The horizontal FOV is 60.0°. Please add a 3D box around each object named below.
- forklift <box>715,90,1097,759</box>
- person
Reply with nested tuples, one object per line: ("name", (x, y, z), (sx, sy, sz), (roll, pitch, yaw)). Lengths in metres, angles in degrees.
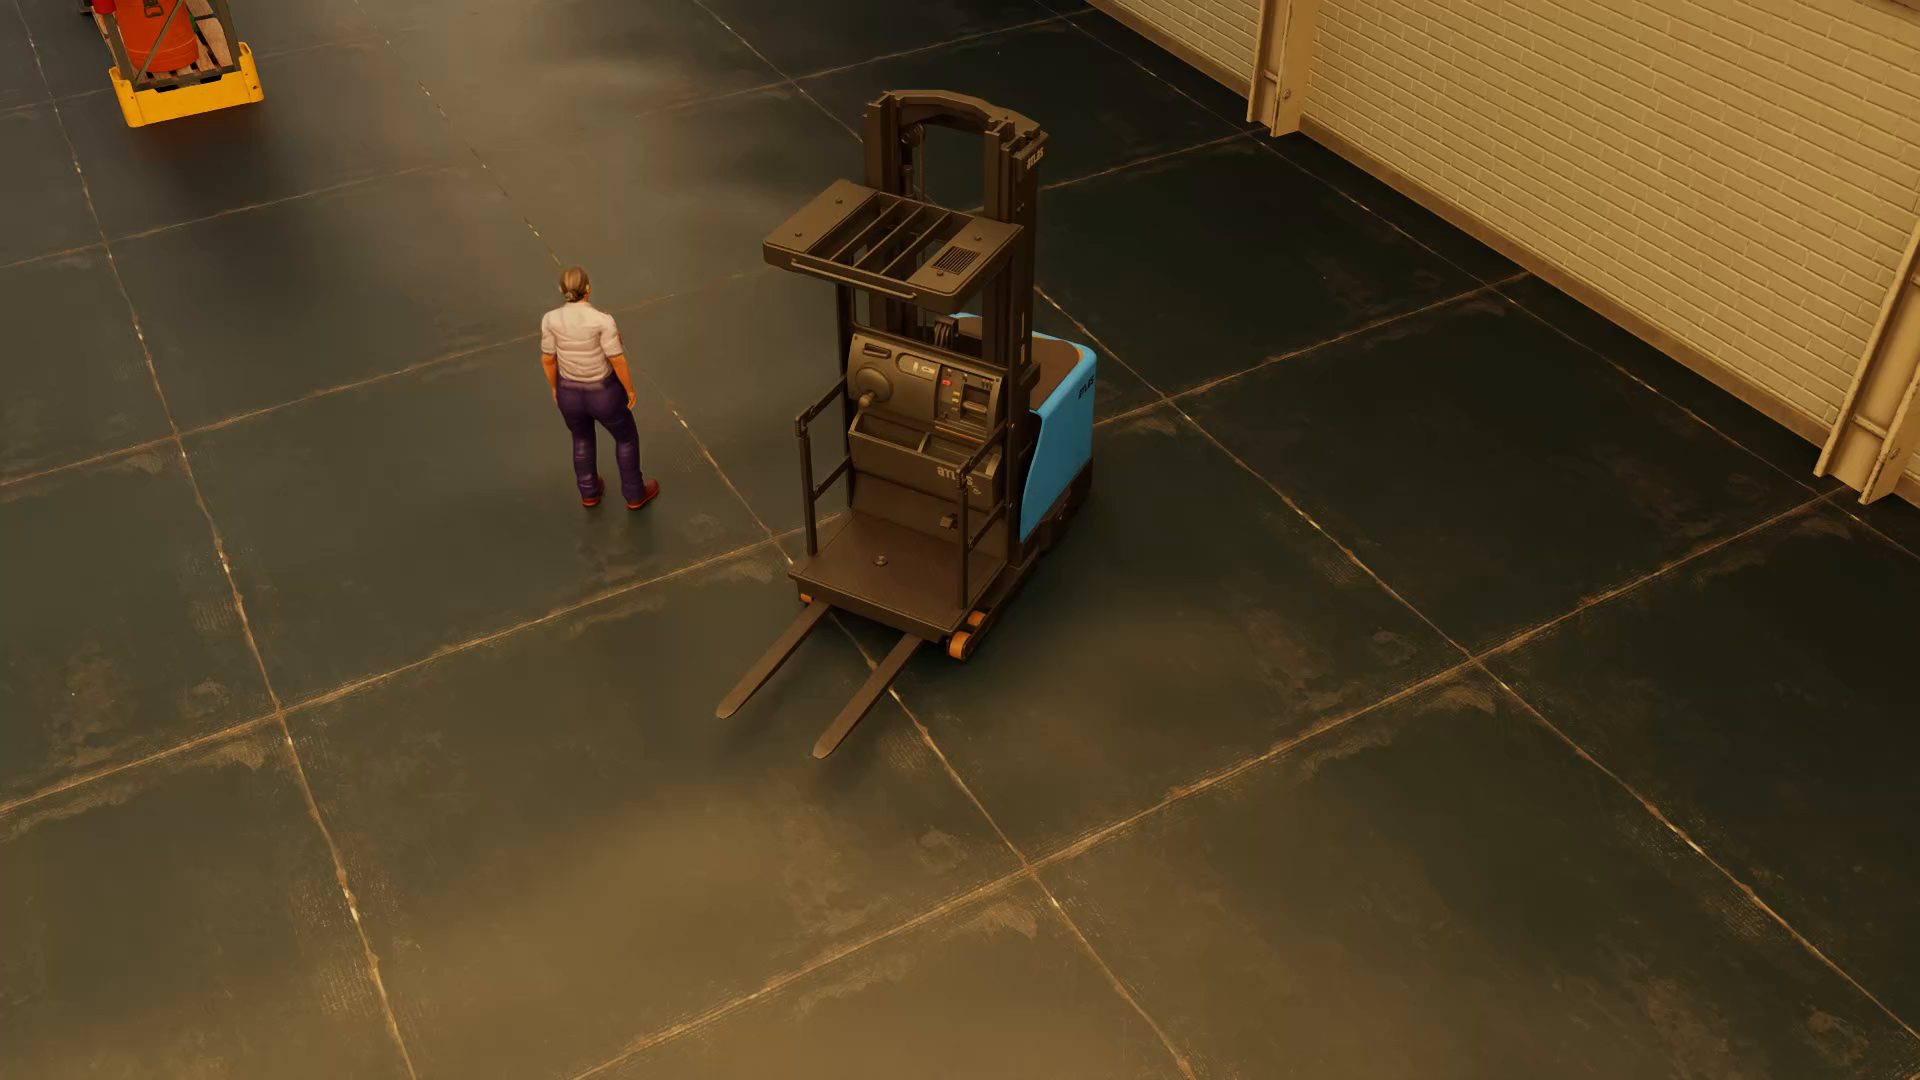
("forklift", (-0.297, -0.774, 8.969), (1.130, 2.935, 3.031), (19, 43, 21))
("person", (-2.226, -0.900, 10.126), (0.556, 1.650, 0.369), (4, 40, 5))
